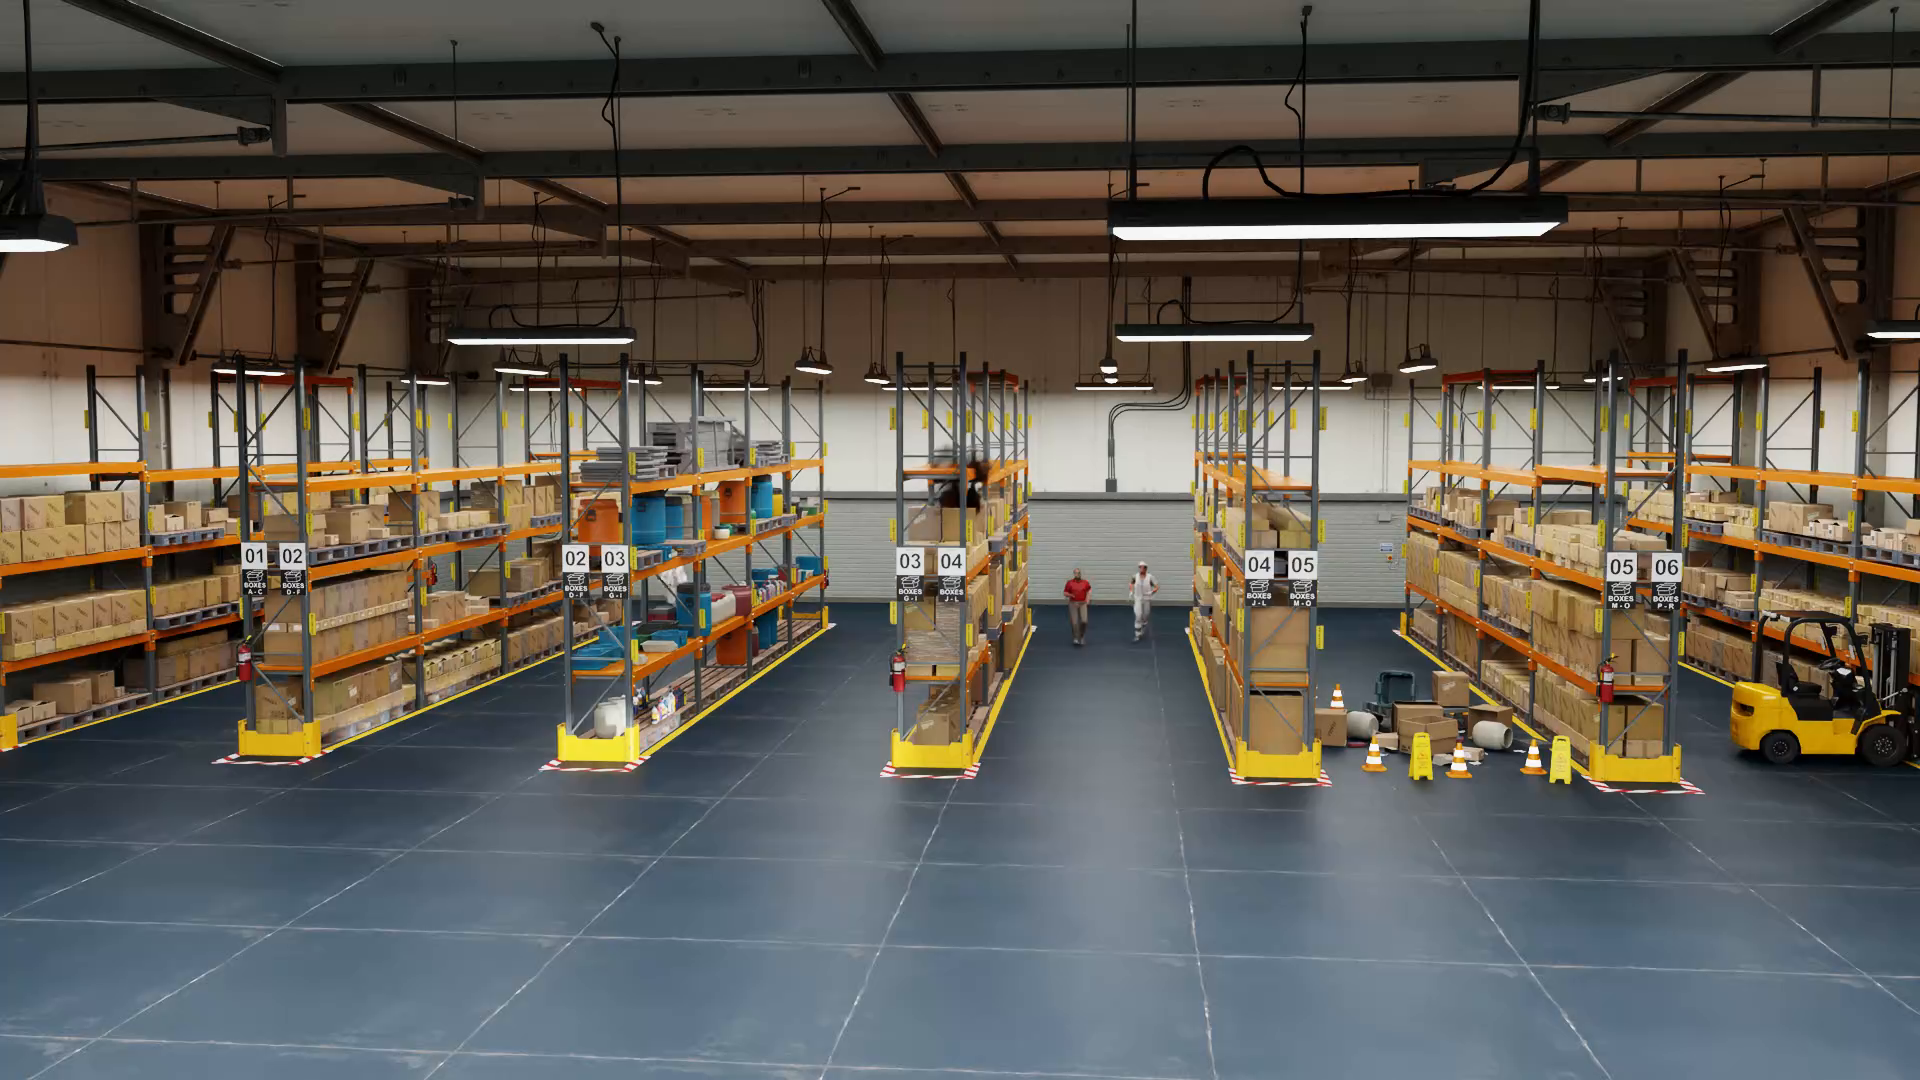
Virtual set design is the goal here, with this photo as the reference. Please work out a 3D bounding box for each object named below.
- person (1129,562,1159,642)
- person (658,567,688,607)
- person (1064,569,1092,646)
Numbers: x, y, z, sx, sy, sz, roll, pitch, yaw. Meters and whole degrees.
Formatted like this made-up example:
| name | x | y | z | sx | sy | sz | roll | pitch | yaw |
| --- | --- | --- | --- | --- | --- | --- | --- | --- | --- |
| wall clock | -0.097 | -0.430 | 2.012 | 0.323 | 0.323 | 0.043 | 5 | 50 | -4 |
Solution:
| name | x | y | z | sx | sy | sz | roll | pitch | yaw |
| --- | --- | --- | --- | --- | --- | --- | --- | --- | --- |
| person | 4.214 | 1.394 | 38.113 | 0.672 | 1.806 | 0.897 | 1 | 4 | 8 |
| person | -6.991 | 1.270 | 40.509 | 0.752 | 1.726 | 0.832 | -2 | 5 | -28 |
| person | 2.651 | 1.516 | 37.193 | 0.646 | 1.740 | 0.661 | 0 | 4 | -1 |
